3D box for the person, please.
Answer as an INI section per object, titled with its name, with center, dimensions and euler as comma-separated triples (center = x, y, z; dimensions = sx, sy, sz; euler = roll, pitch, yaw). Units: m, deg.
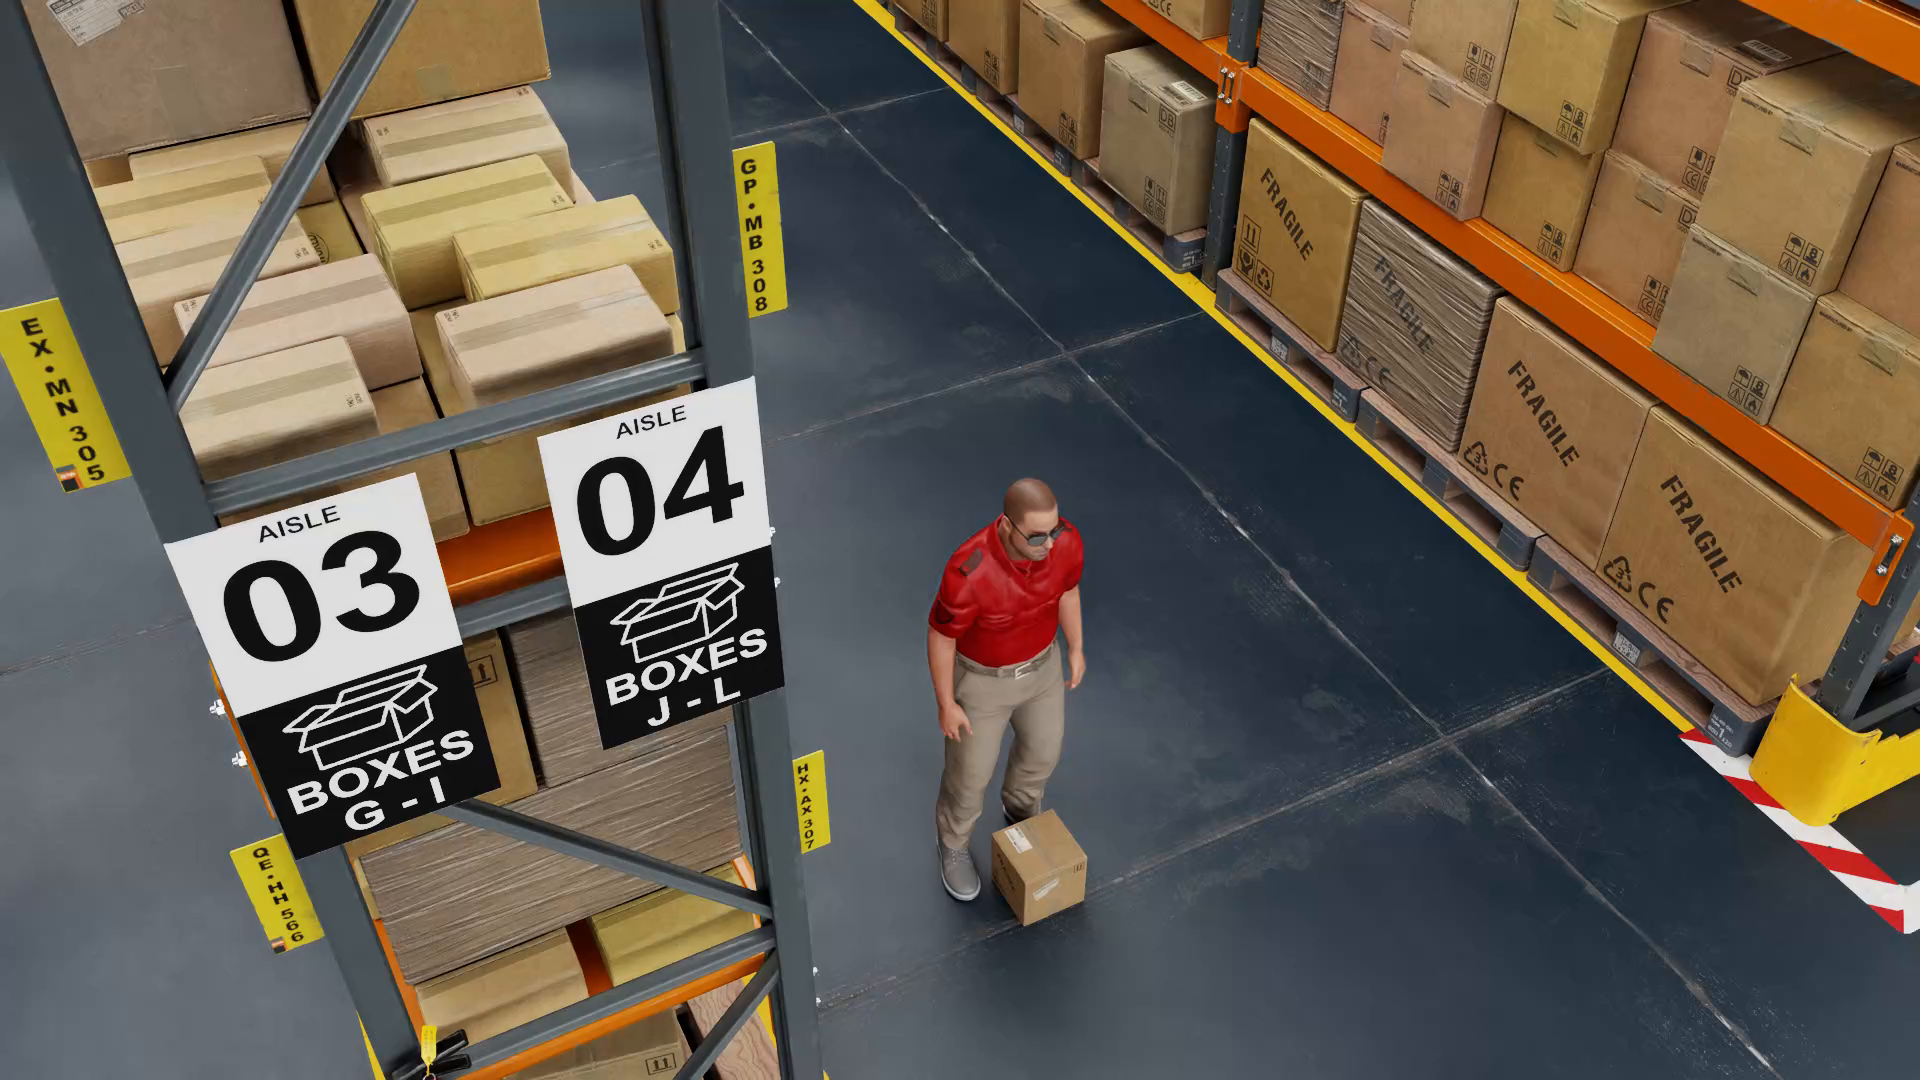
[person]
center = 0.163, 0.464, 5.634
dimensions = 0.606, 1.727, 0.389
euler = -21, 45, -23
